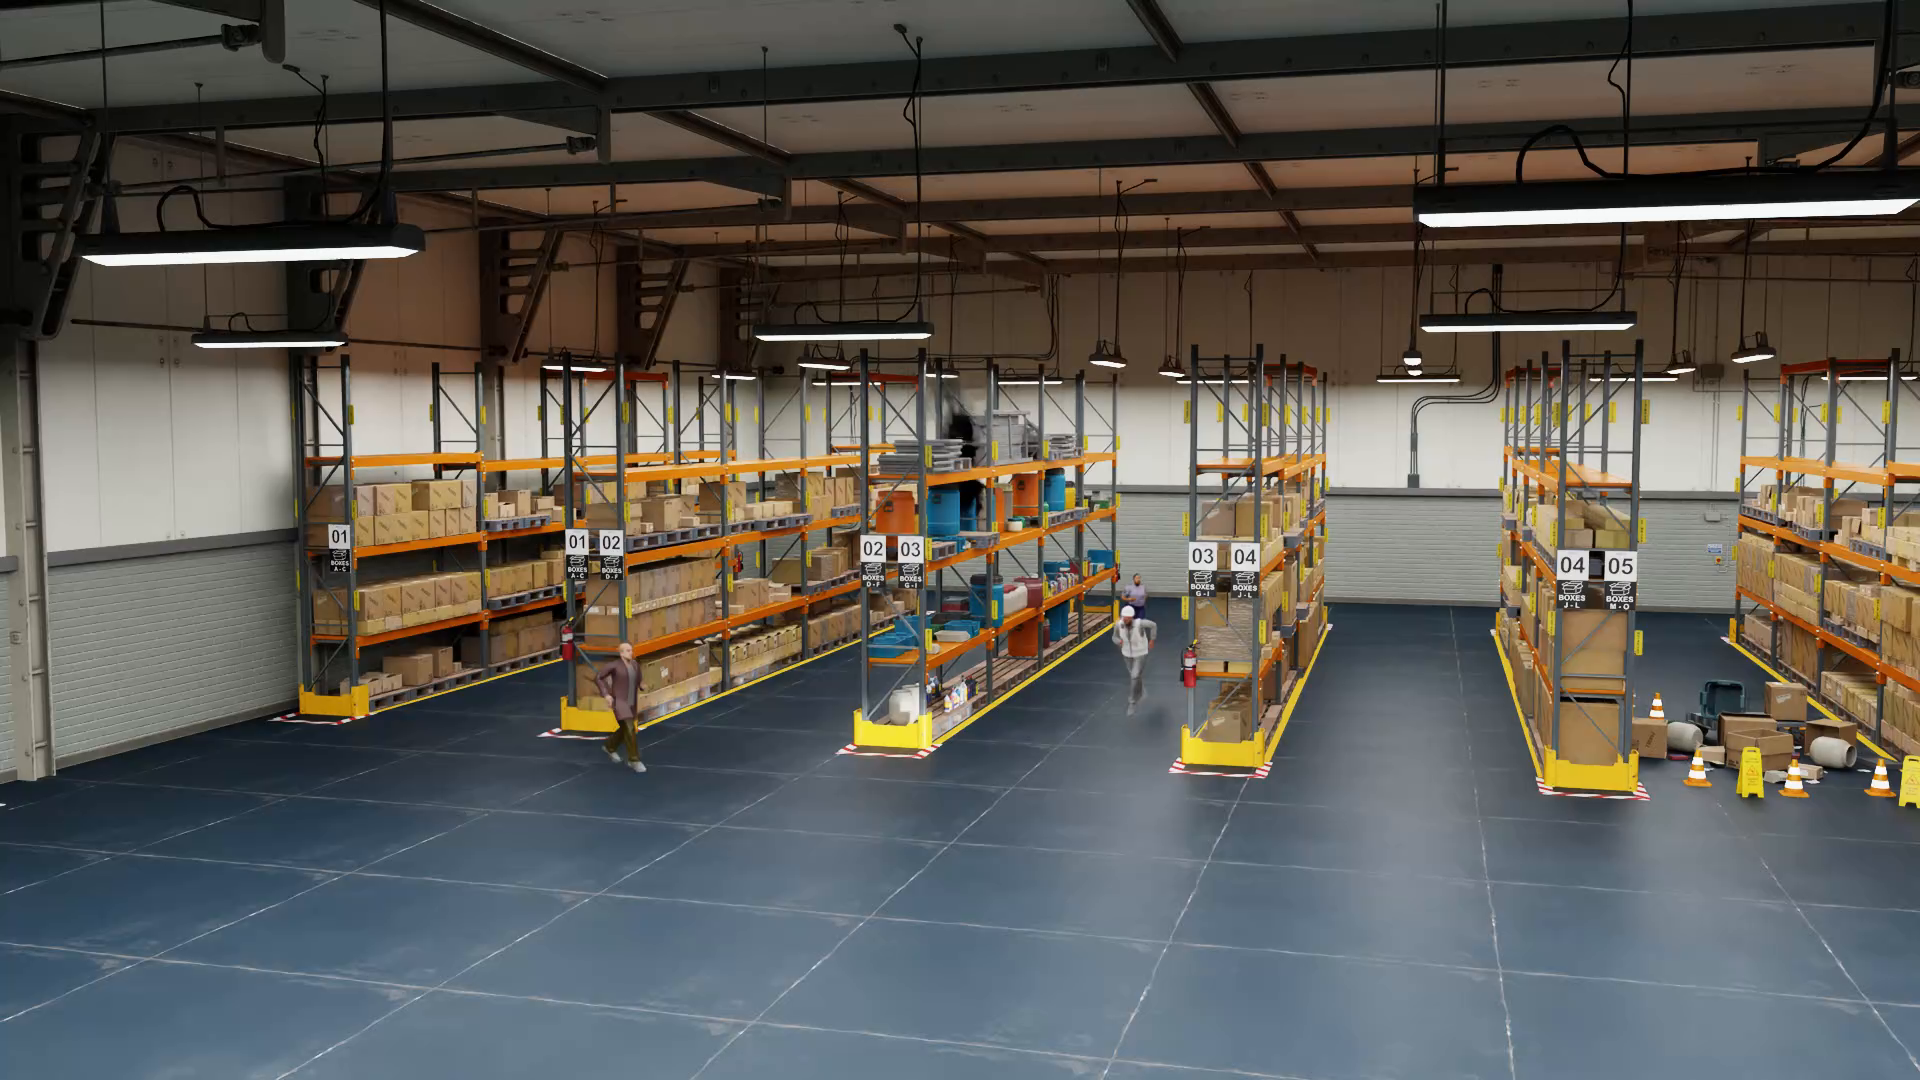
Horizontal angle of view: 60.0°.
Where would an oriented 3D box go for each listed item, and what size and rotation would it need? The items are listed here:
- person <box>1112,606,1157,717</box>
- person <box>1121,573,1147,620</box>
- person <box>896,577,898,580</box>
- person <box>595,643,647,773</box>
[{"bbox_3d":[2.820,1.924,26.815,0.697,1.803,0.967,2,5,23],"label":"person"},{"bbox_3d":[3.701,1.542,35.259,0.586,1.683,0.863,0,4,-5],"label":"person"},{"bbox_3d":[-1.452,0.989,42.853,0.819,1.677,0.592,2,5,22],"label":"person"},{"bbox_3d":[-4.763,2.341,23.565,1.009,1.789,0.720,3,5,34],"label":"person"}]
